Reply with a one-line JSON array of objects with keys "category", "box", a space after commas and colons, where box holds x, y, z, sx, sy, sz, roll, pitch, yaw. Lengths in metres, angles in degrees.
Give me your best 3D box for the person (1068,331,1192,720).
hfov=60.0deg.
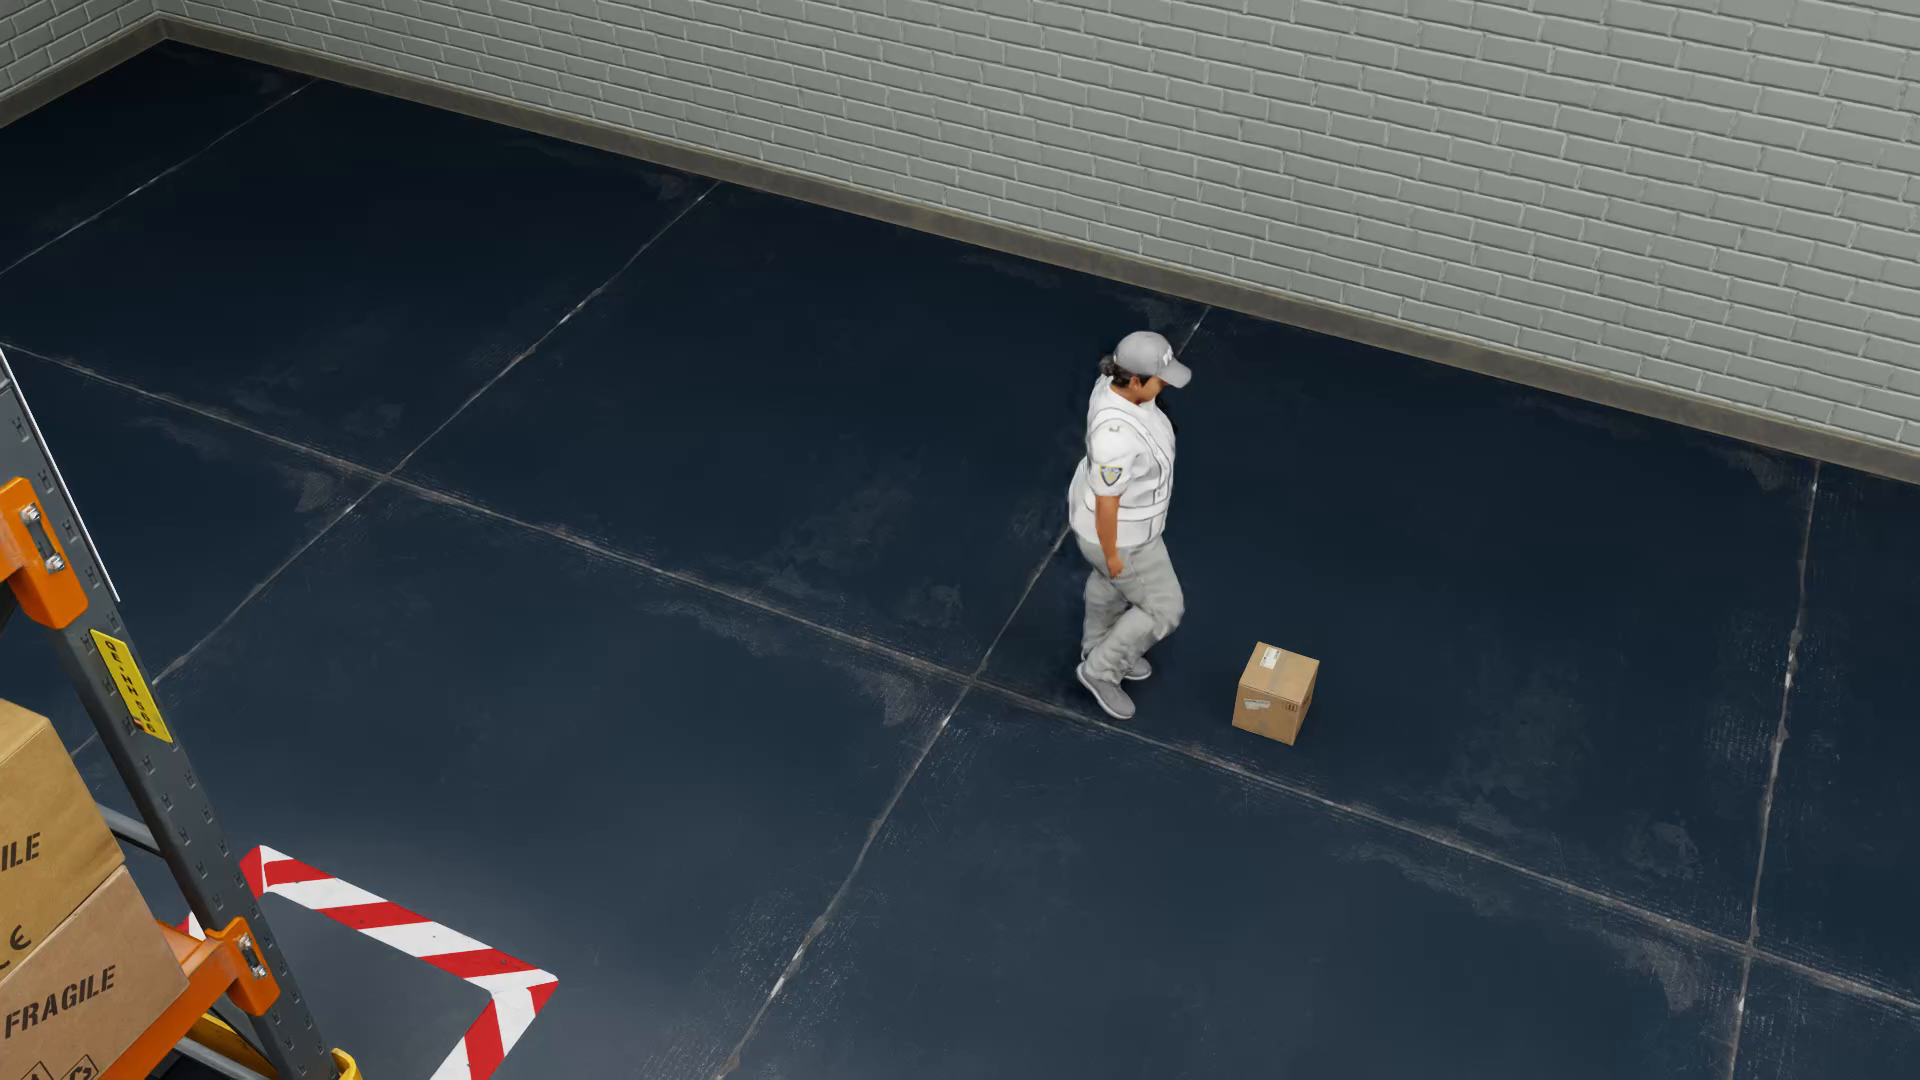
[{"category": "person", "box": [0.631, -0.062, 6.223, 0.459, 1.671, 0.508, 2, 42, 3]}]
